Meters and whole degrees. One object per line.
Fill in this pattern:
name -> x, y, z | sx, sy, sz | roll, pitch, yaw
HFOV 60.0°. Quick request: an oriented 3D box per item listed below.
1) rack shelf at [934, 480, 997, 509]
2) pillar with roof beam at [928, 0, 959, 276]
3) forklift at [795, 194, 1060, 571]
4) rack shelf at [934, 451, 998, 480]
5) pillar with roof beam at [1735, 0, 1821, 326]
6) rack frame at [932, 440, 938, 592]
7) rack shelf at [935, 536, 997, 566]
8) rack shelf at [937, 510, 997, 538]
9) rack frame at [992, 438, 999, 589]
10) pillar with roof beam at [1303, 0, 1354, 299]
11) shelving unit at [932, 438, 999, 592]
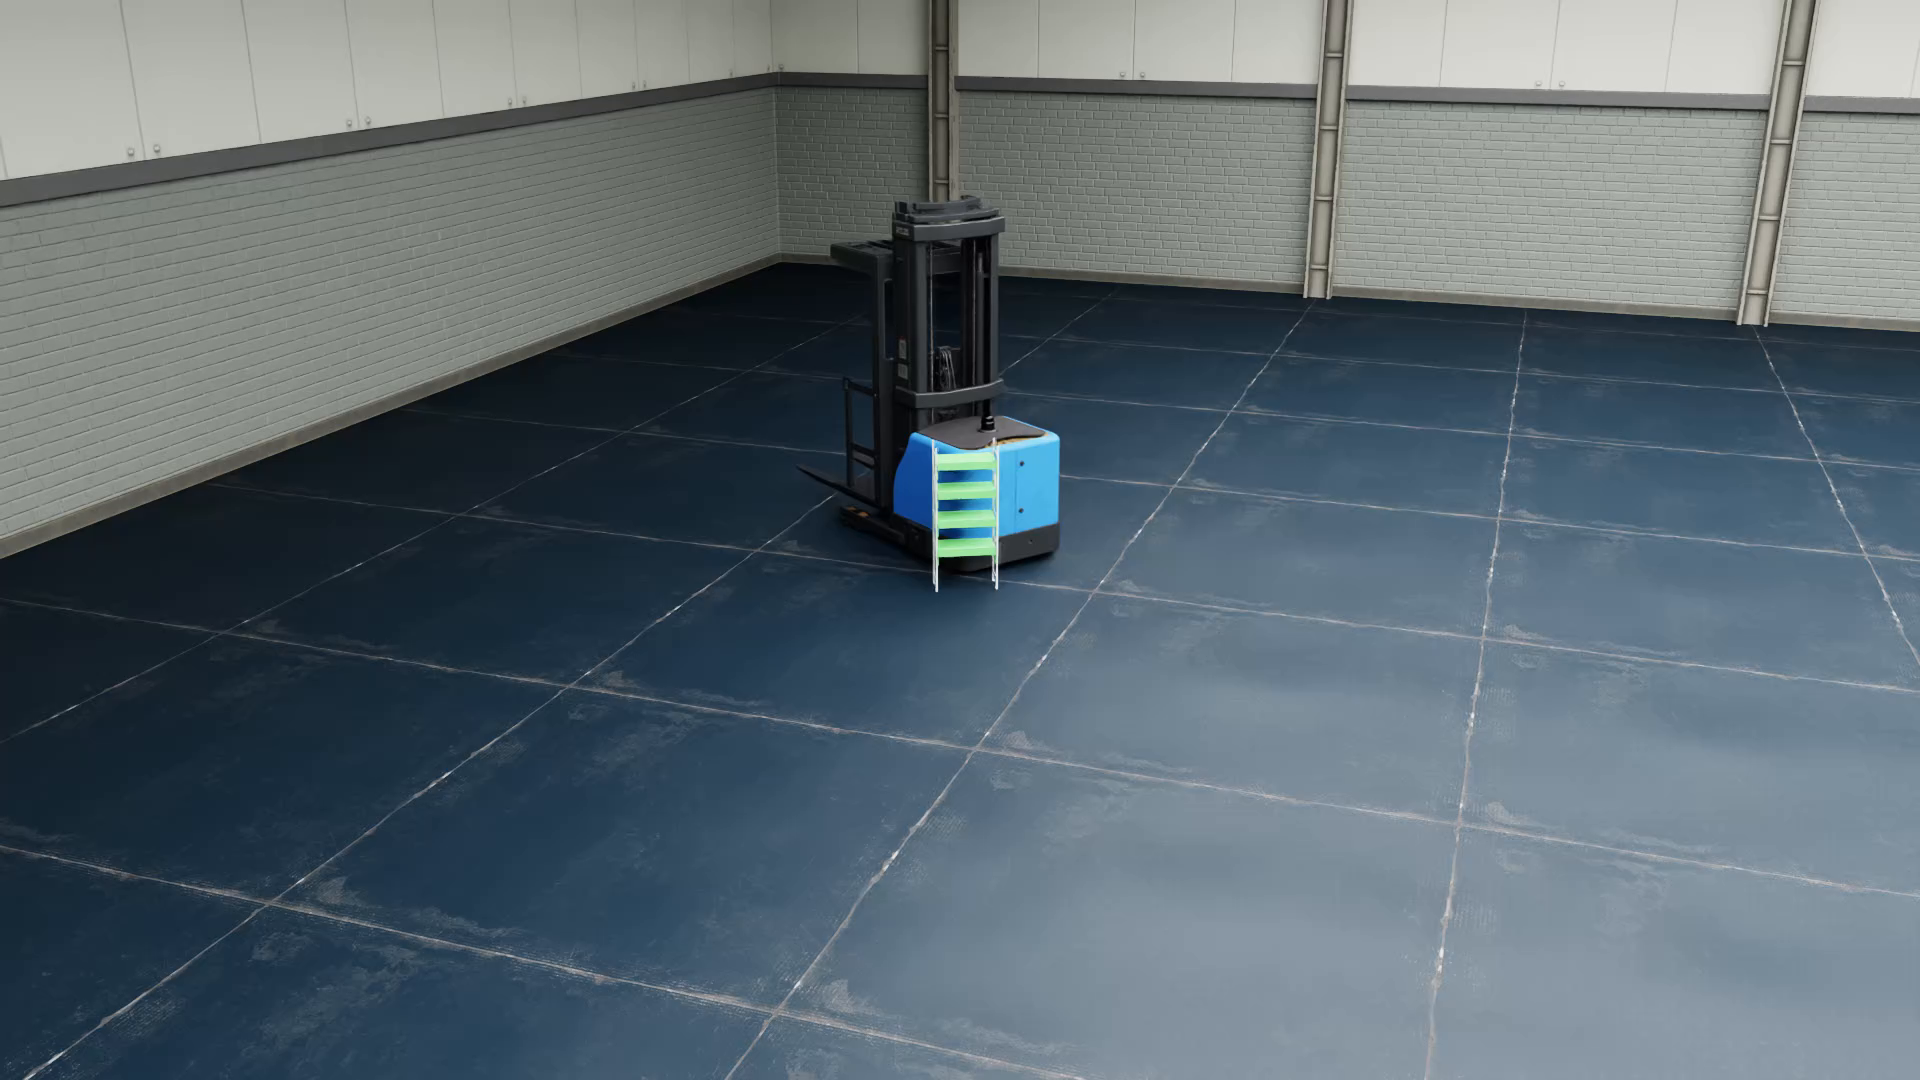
rack shelf -> 0.042, -0.364, 13.263 | 0.480, 0.148, 0.258 | -2, 19, -6
pillar with roof beam -> -1.673, -7.240, 21.675 | 0.400, 9.000, 9.100 | 7, 20, 18
forklift -> -0.424, -1.549, 14.568 | 1.130, 2.935, 3.031 | -13, 23, -34
rack shelf -> 0.042, -0.591, 13.184 | 0.480, 0.148, 0.258 | -2, 19, -6
pillar with roof beam -> 9.663, -5.944, 17.956 | 0.400, 9.000, 9.100 | 7, 20, 18
rack frame -> -0.200, -0.188, 13.294 | 0.015, 1.200, 0.240 | -2, 19, -6
rack shelf -> 0.042, 0.089, 13.421 | 0.480, 0.148, 0.258 | -2, 19, -6
rack shelf -> 0.042, -0.138, 13.342 | 0.480, 0.148, 0.258 | -2, 19, -6
rack frame -> 0.284, -0.208, 13.349 | 0.015, 1.200, 0.240 | -2, 19, -6
pillar with roof beam -> 3.995, -6.592, 19.815 | 0.400, 9.000, 9.100 | 7, 20, 18
shelving unit -> 0.042, -0.198, 13.321 | 0.503, 1.200, 0.258 | -2, 19, -6
